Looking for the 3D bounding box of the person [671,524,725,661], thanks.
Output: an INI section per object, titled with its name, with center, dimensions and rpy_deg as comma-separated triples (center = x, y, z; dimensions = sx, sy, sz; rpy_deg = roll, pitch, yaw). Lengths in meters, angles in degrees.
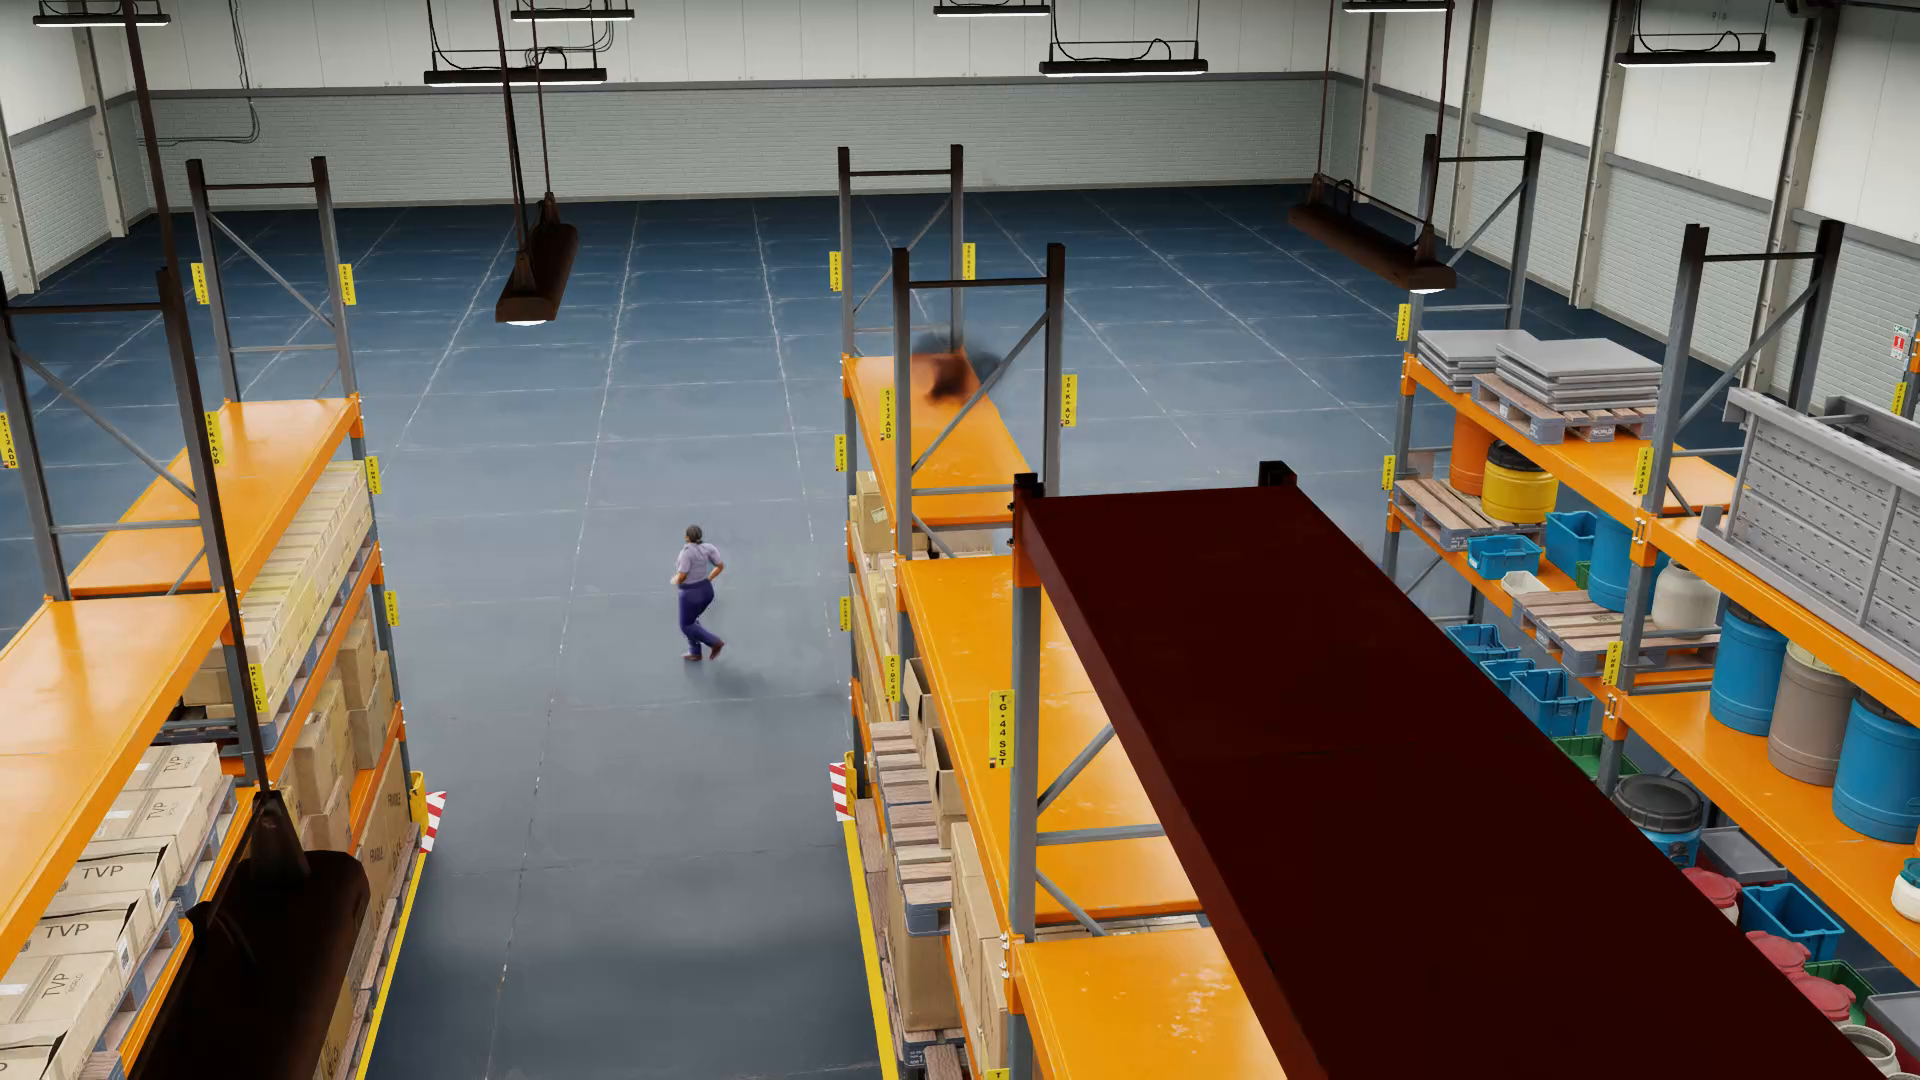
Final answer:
[person]
center = -2.819, 0.612, 17.939
dimensions = 0.693, 1.637, 0.602
rpy_deg = 15, 26, 33
